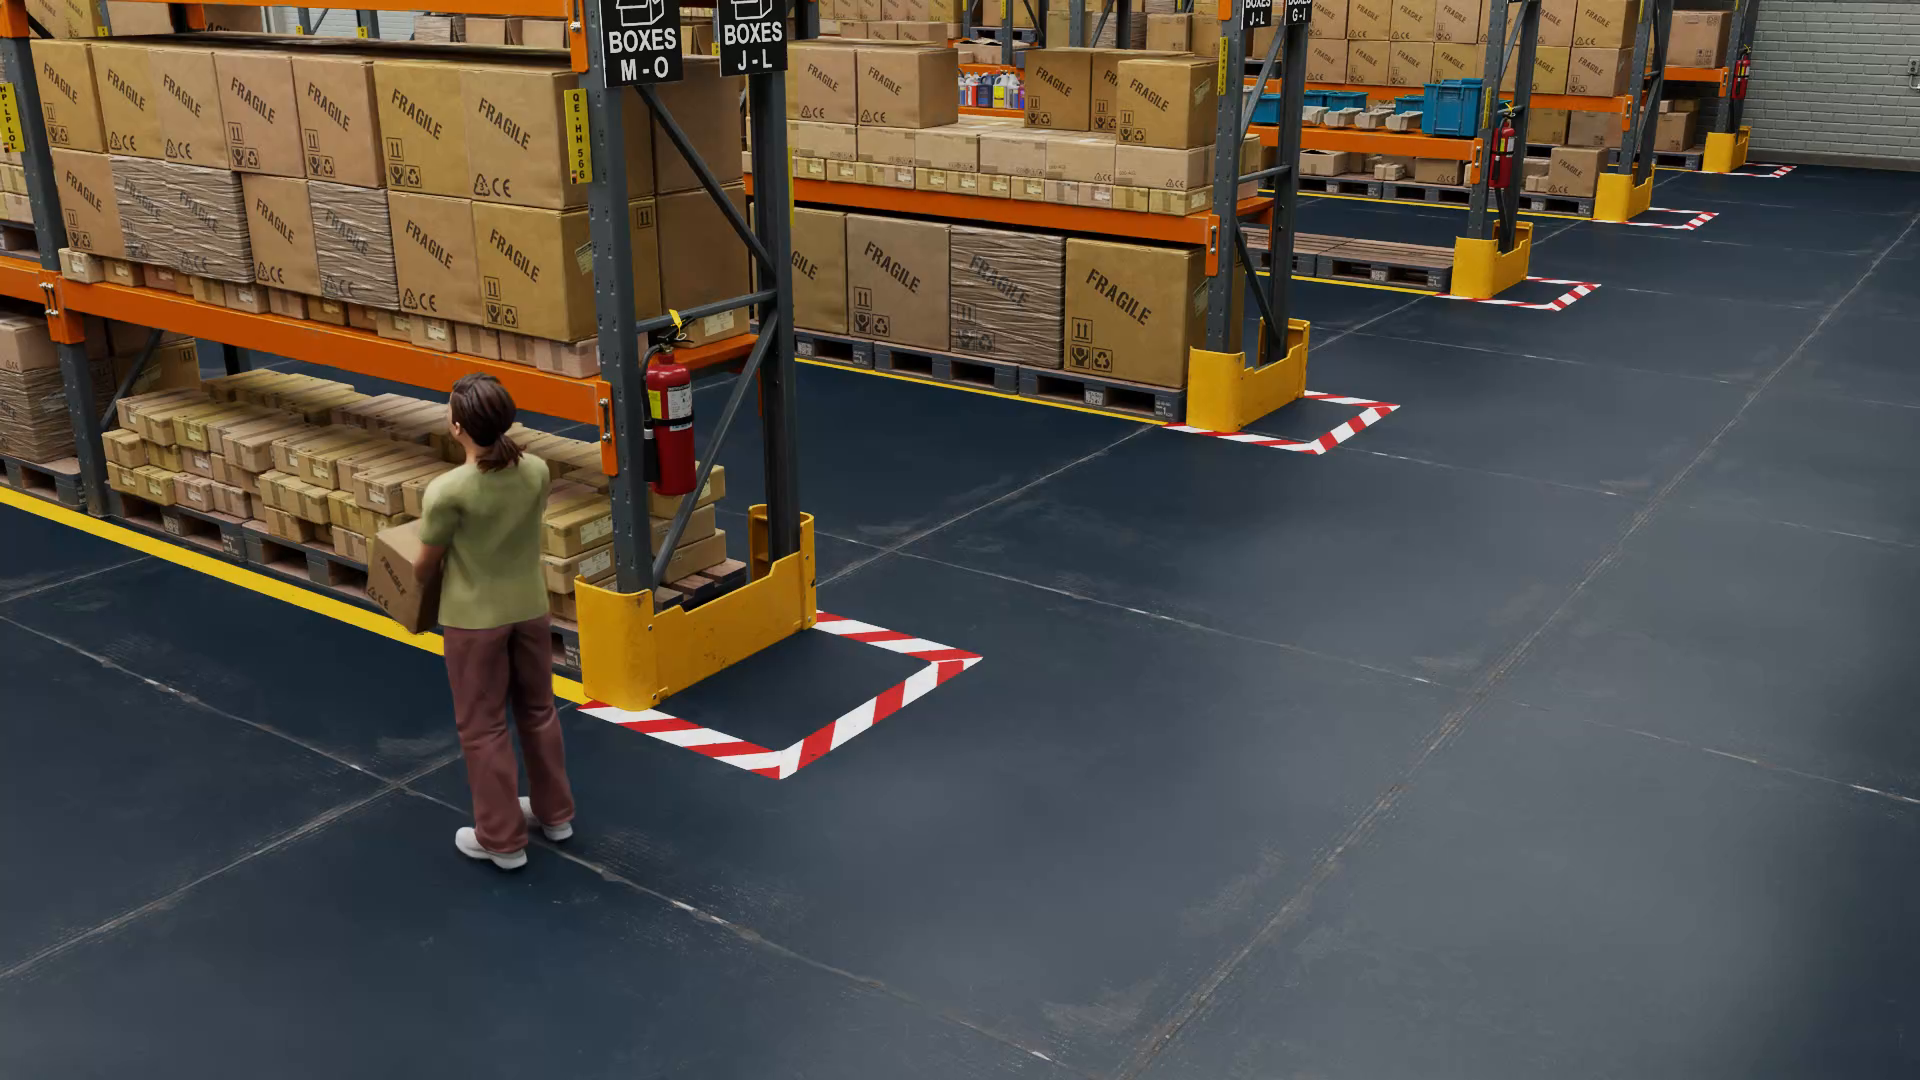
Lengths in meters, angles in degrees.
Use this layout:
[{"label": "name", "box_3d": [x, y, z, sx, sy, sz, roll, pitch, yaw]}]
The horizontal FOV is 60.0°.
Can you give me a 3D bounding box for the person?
[{"label": "person", "box_3d": [-1.526, 0.254, 5.370, 0.447, 1.675, 0.529, -18, 26, -40]}]
